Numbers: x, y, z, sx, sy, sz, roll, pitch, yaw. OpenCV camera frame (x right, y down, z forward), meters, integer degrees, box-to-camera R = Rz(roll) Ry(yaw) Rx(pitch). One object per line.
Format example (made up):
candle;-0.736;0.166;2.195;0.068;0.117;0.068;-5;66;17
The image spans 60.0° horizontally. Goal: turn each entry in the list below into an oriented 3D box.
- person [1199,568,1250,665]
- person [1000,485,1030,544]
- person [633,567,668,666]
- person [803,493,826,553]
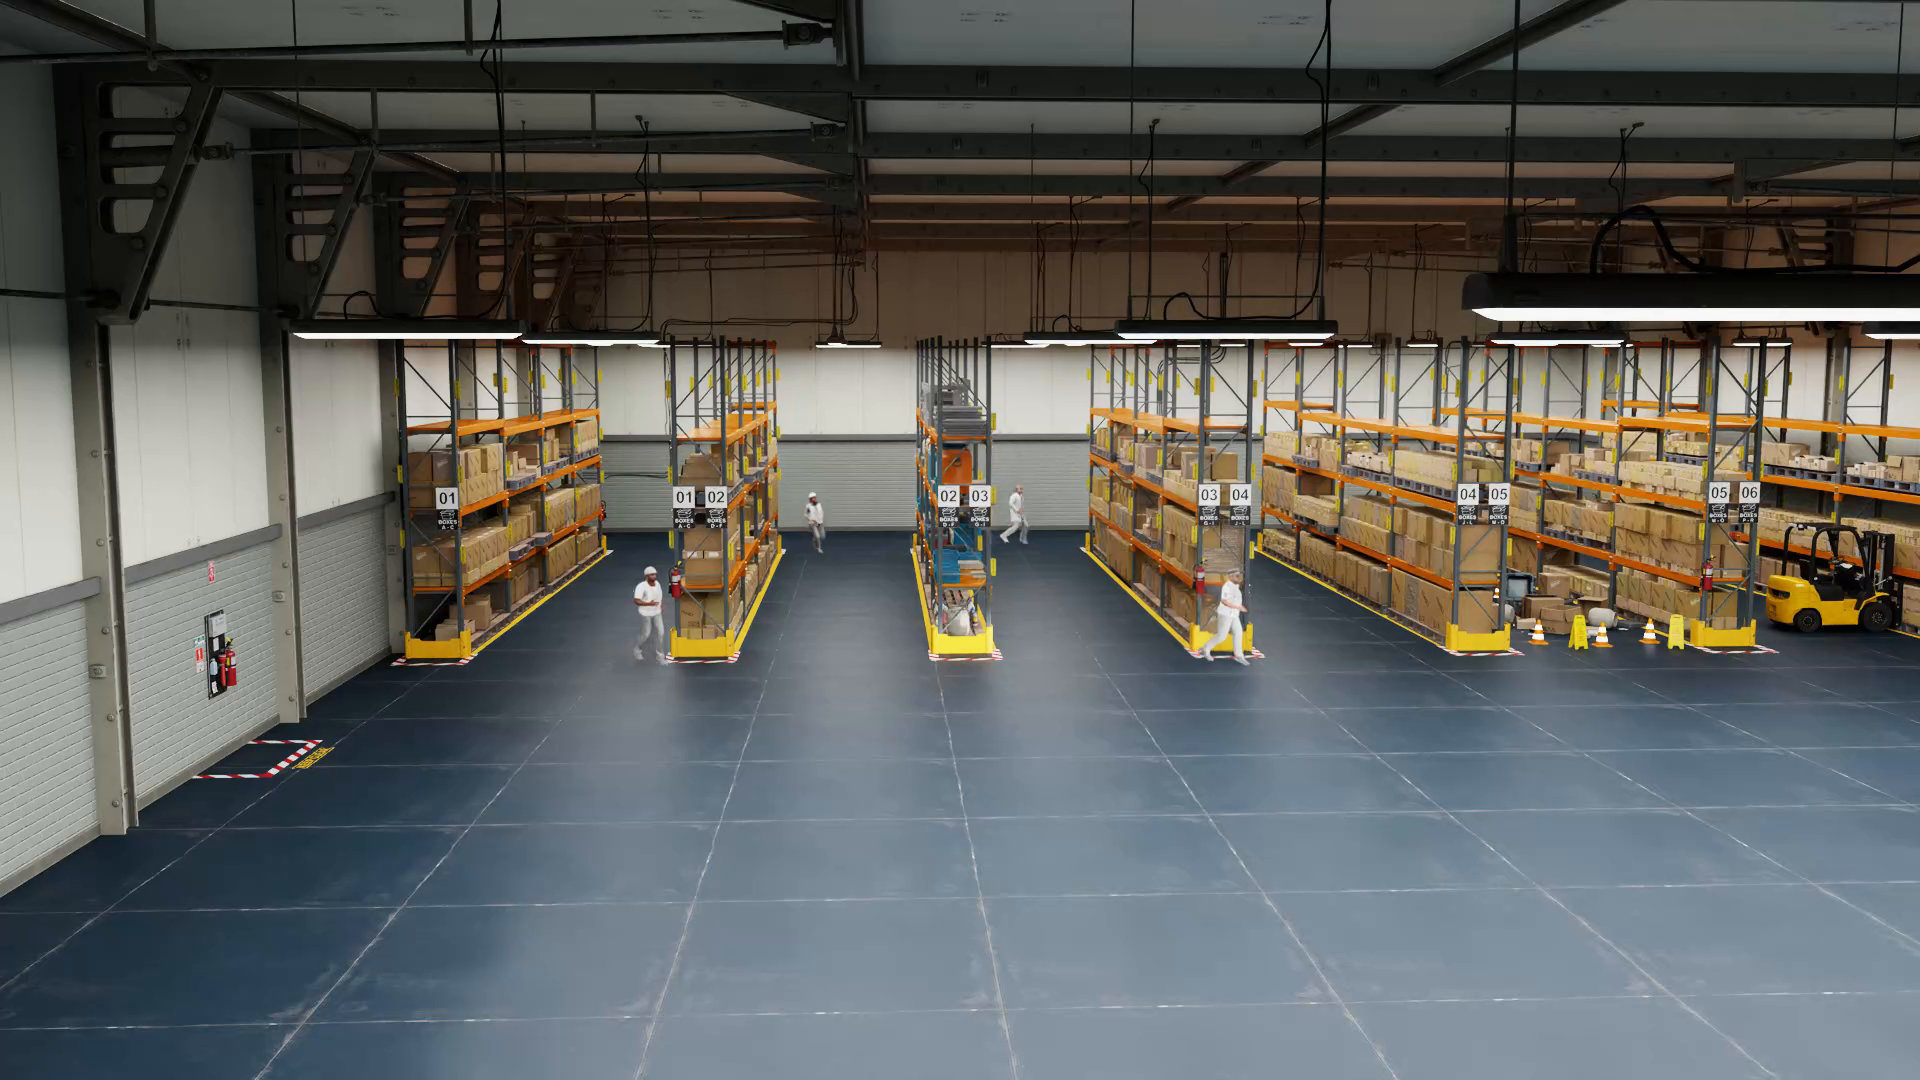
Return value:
person;4.874;1.392;30.487;0.934;1.792;0.620;4;7;29
person;1.662;-0.729;49.408;0.791;1.782;0.921;2;7;20
person;-5.692;1.391;30.502;0.782;1.830;0.717;6;9;41
person;-4.139;-0.494;47.295;0.669;1.708;0.598;-4;8;-31
